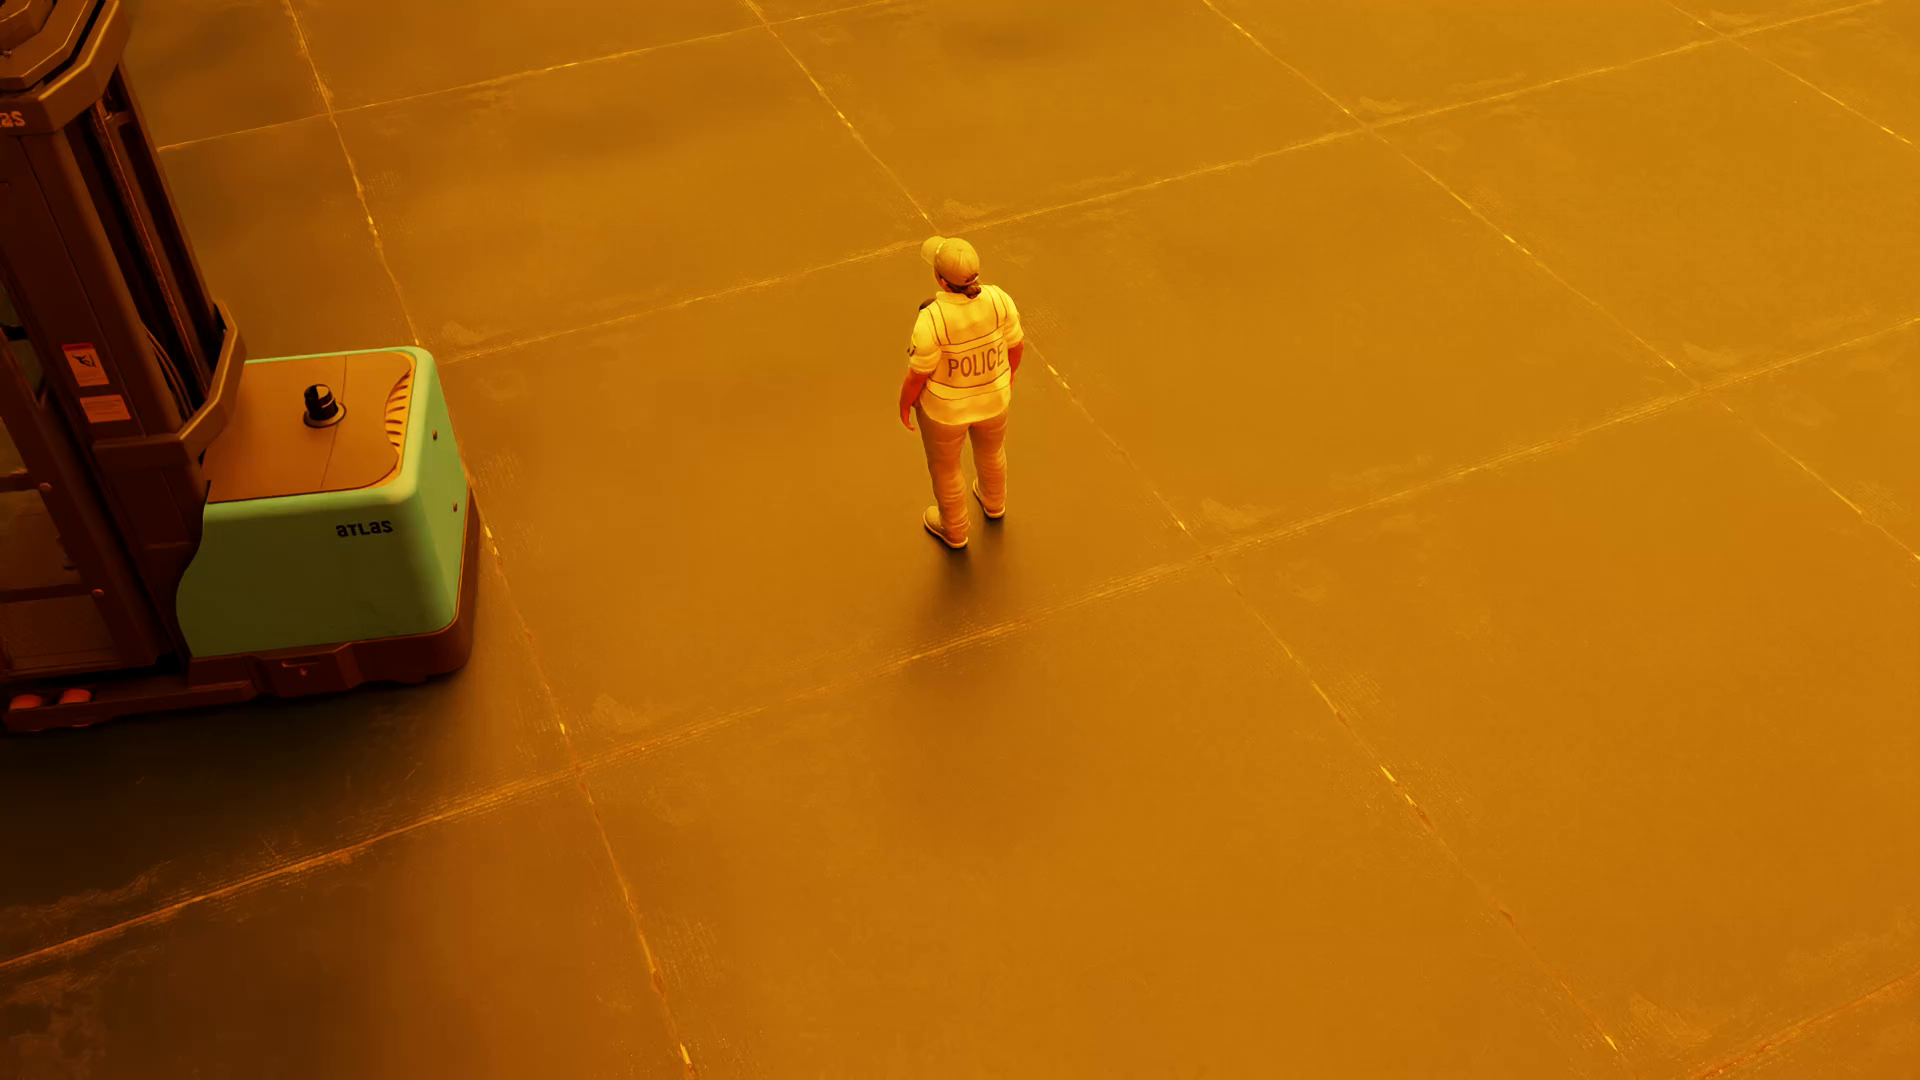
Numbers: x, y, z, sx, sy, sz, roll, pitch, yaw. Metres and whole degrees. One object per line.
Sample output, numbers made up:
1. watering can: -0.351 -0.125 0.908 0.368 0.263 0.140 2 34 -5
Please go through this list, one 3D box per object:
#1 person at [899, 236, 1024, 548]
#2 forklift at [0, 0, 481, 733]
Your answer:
1. person: -0.005 -0.671 7.314 0.585 1.670 0.529 -18 46 -18
2. forklift: -3.684 -0.655 6.382 3.031 2.935 1.130 -6 43 -6
